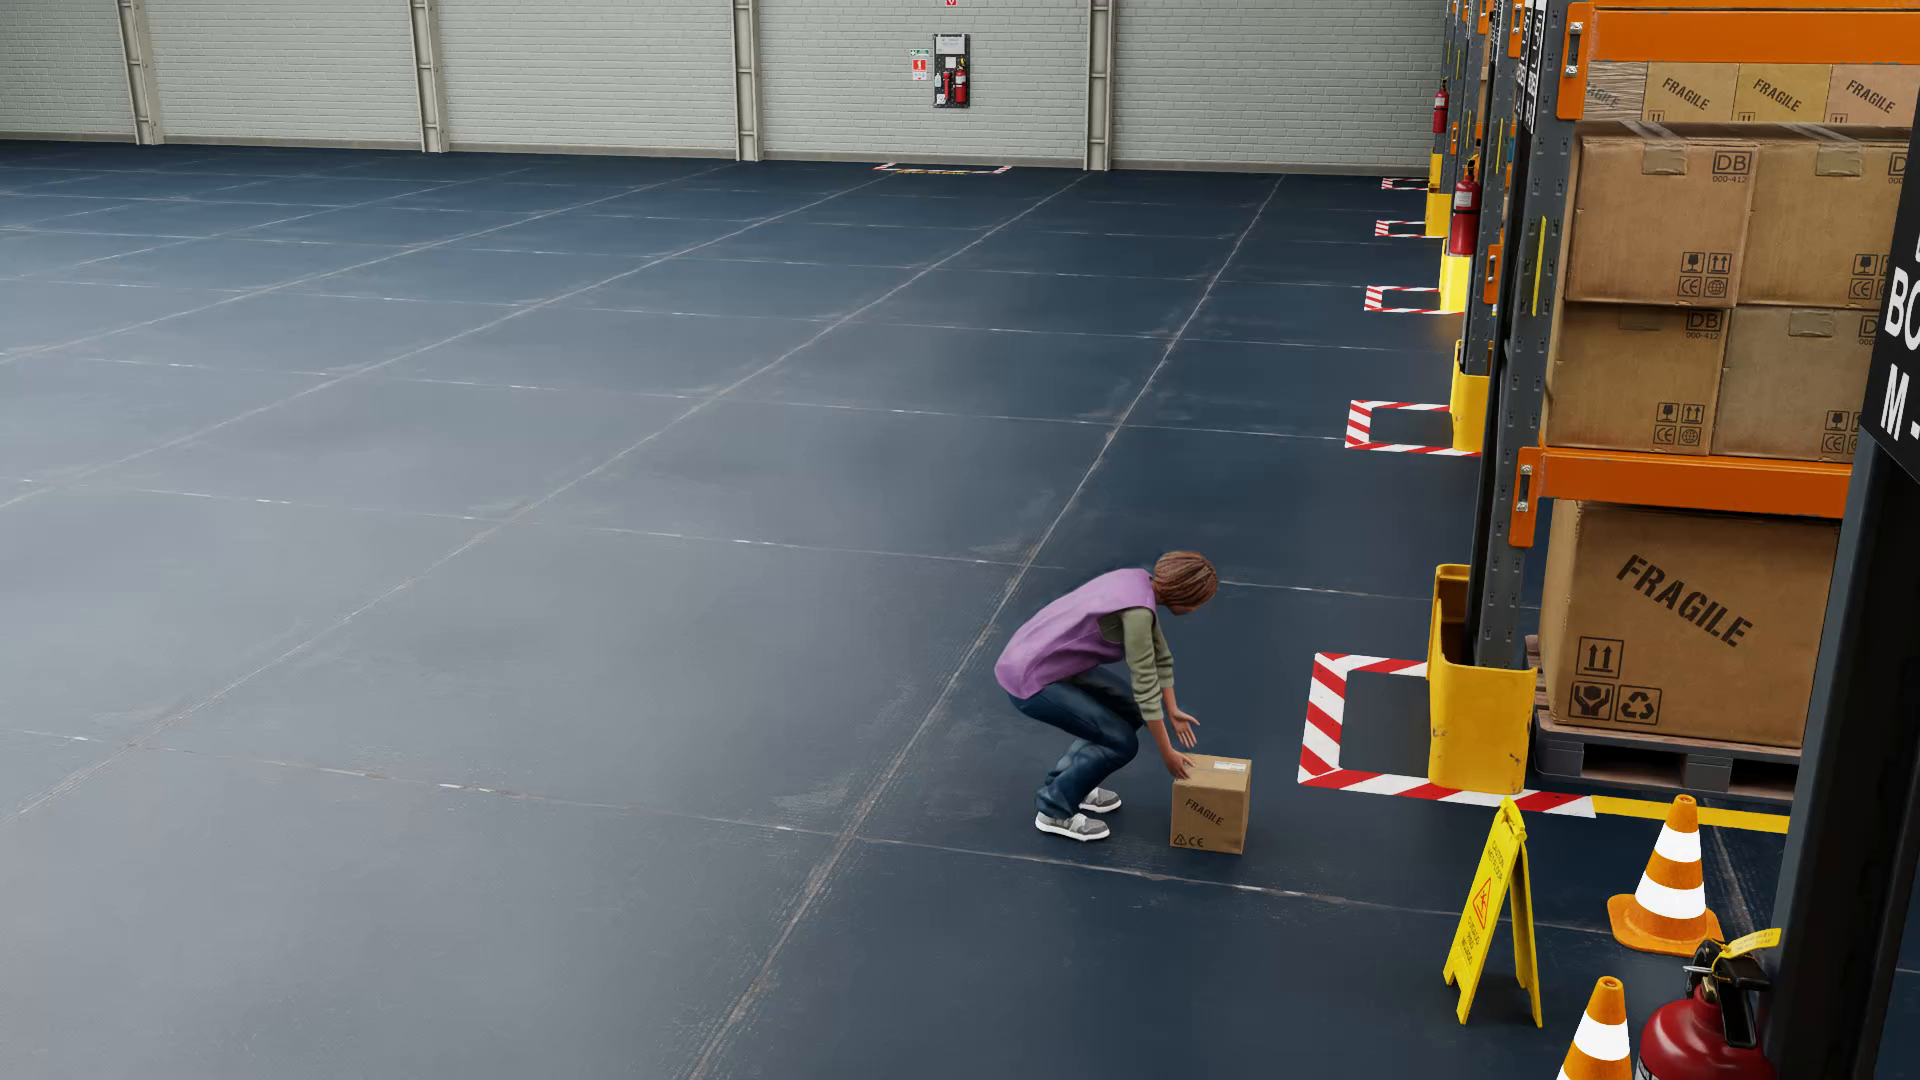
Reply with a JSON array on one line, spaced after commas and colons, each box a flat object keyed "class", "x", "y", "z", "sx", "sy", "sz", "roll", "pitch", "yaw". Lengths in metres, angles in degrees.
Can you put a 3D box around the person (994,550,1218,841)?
[{"class": "person", "x": 0.508, "y": 0.526, "z": 5.896, "sx": 0.762, "sy": 1.035, "sz": 0.458, "roll": 5, "pitch": 19, "yaw": 13}]
